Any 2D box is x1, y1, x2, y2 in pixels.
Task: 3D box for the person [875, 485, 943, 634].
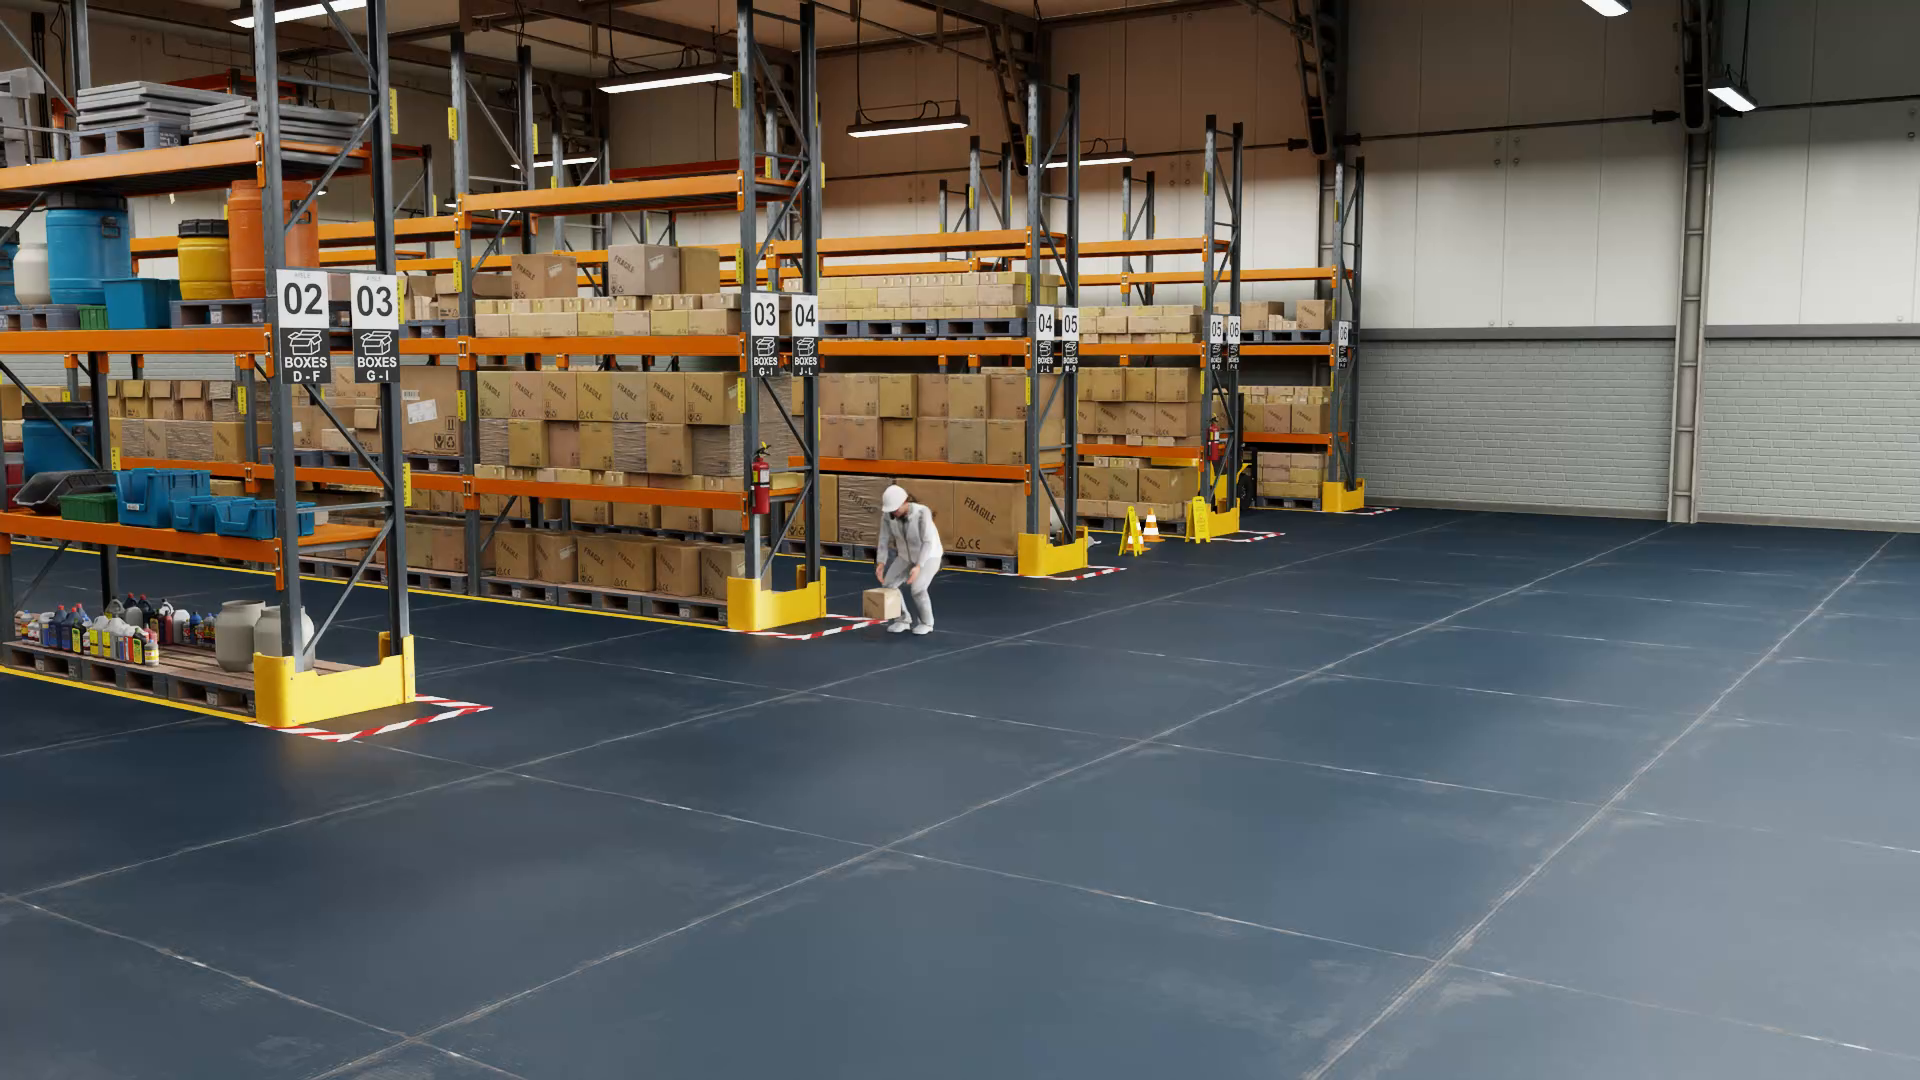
[{"bbox_3d":[-0.466,0.177,15.670,0.592,1.422,0.768,4,8,34],"label":"person"}]
